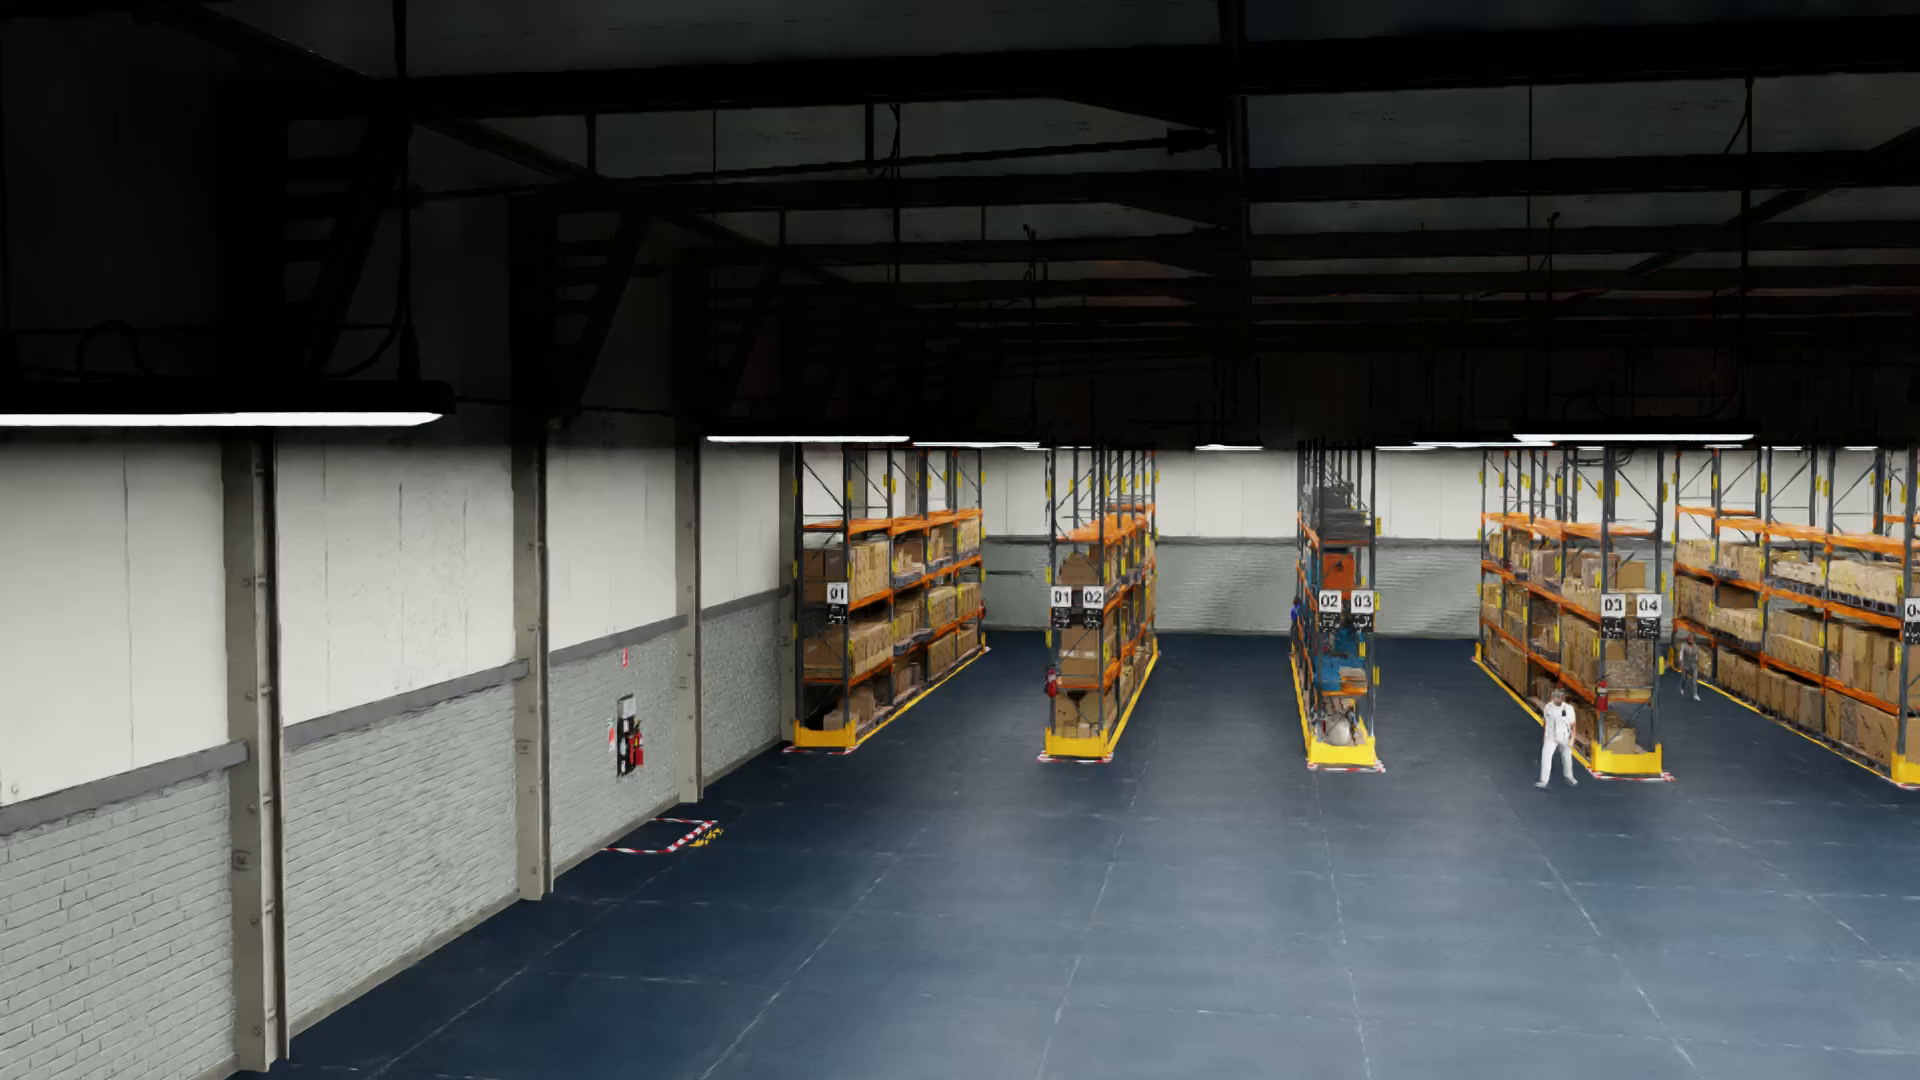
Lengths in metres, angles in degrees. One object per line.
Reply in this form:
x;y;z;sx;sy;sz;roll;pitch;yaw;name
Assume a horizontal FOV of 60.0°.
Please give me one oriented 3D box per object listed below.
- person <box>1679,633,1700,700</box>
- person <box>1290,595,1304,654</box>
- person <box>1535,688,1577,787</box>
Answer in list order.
16.892;2.909;38.559;0.417;1.517;1.036;1;3;13;person
9.260;2.321;45.416;0.379;1.639;0.568;-1;3;-14;person
10.219;3.362;28.423;0.583;1.709;0.968;2;4;33;person
